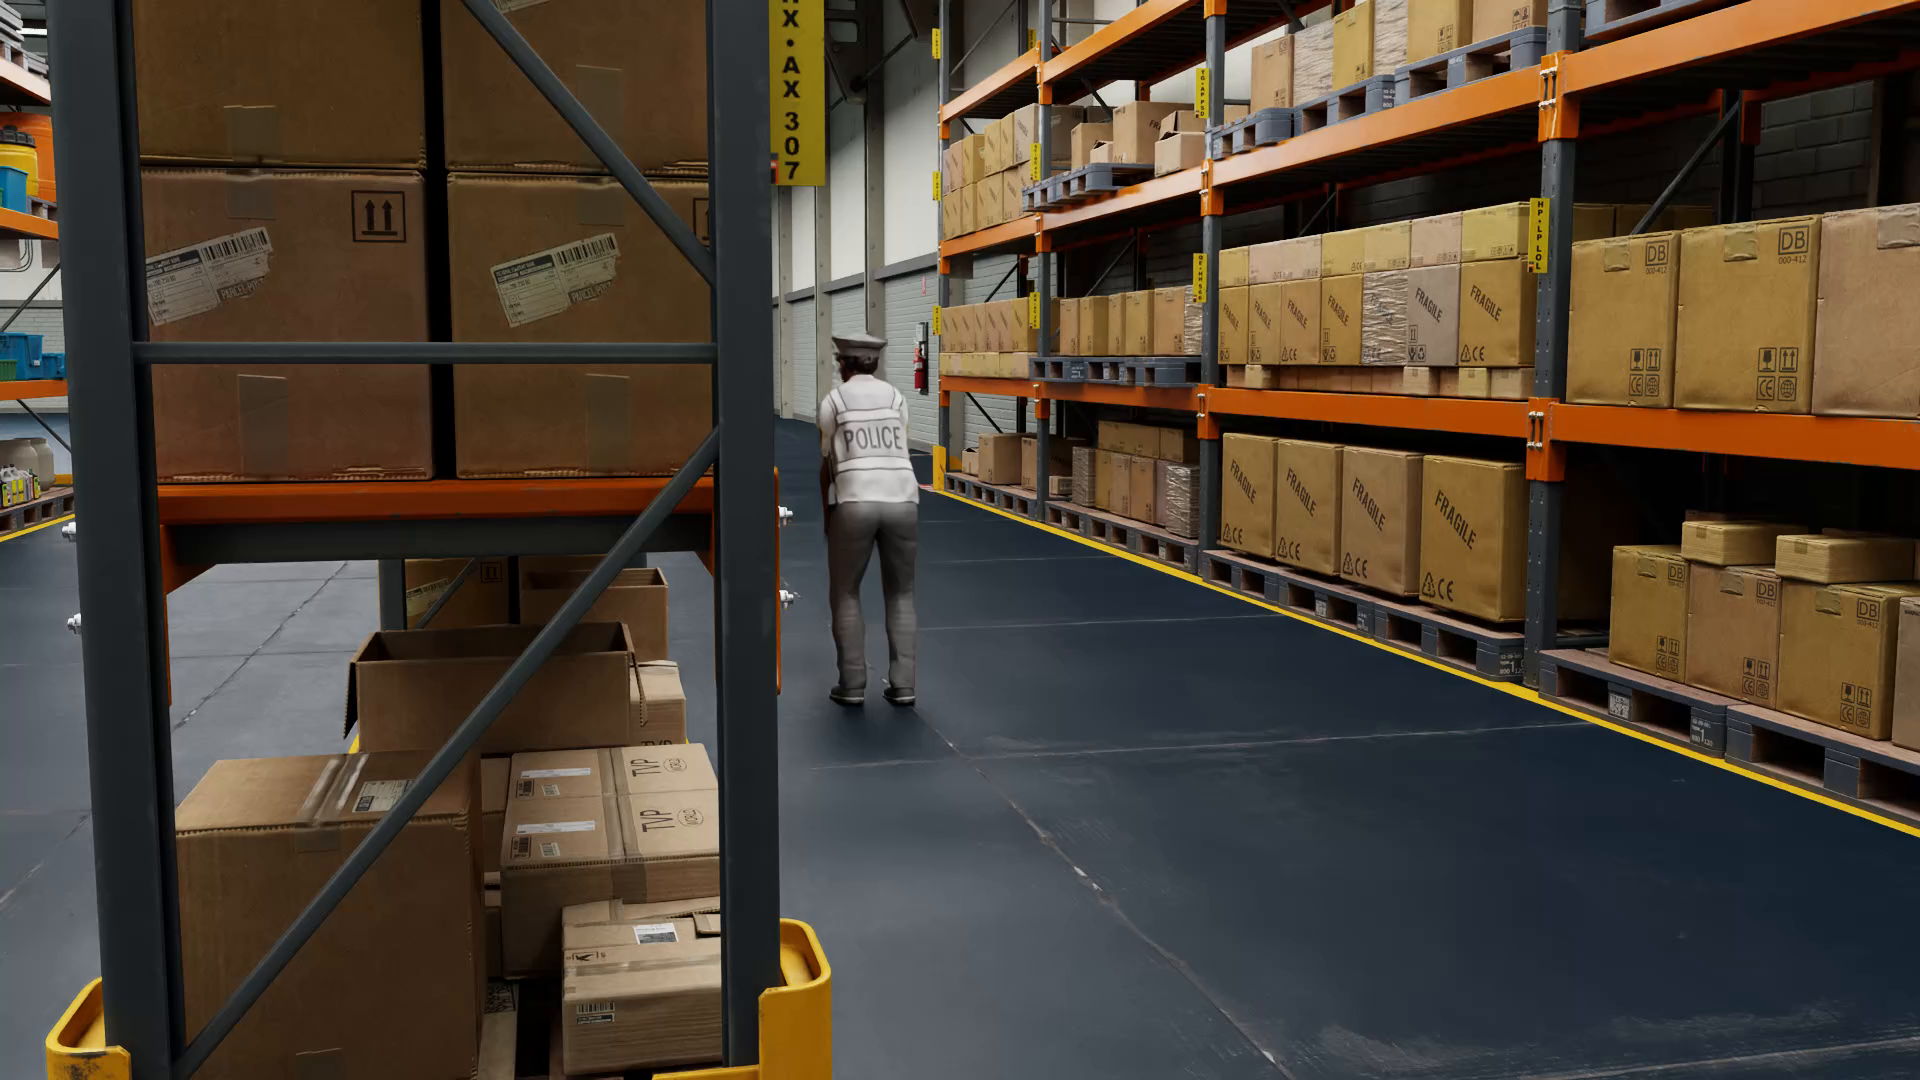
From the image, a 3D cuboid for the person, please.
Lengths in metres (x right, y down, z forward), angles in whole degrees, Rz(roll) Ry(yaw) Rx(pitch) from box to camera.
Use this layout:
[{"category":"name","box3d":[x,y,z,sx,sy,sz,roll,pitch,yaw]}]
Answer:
[{"category":"person","box3d":[-0.409,-0.096,7.292,0.413,1.622,0.563,-2,7,-17]}]
